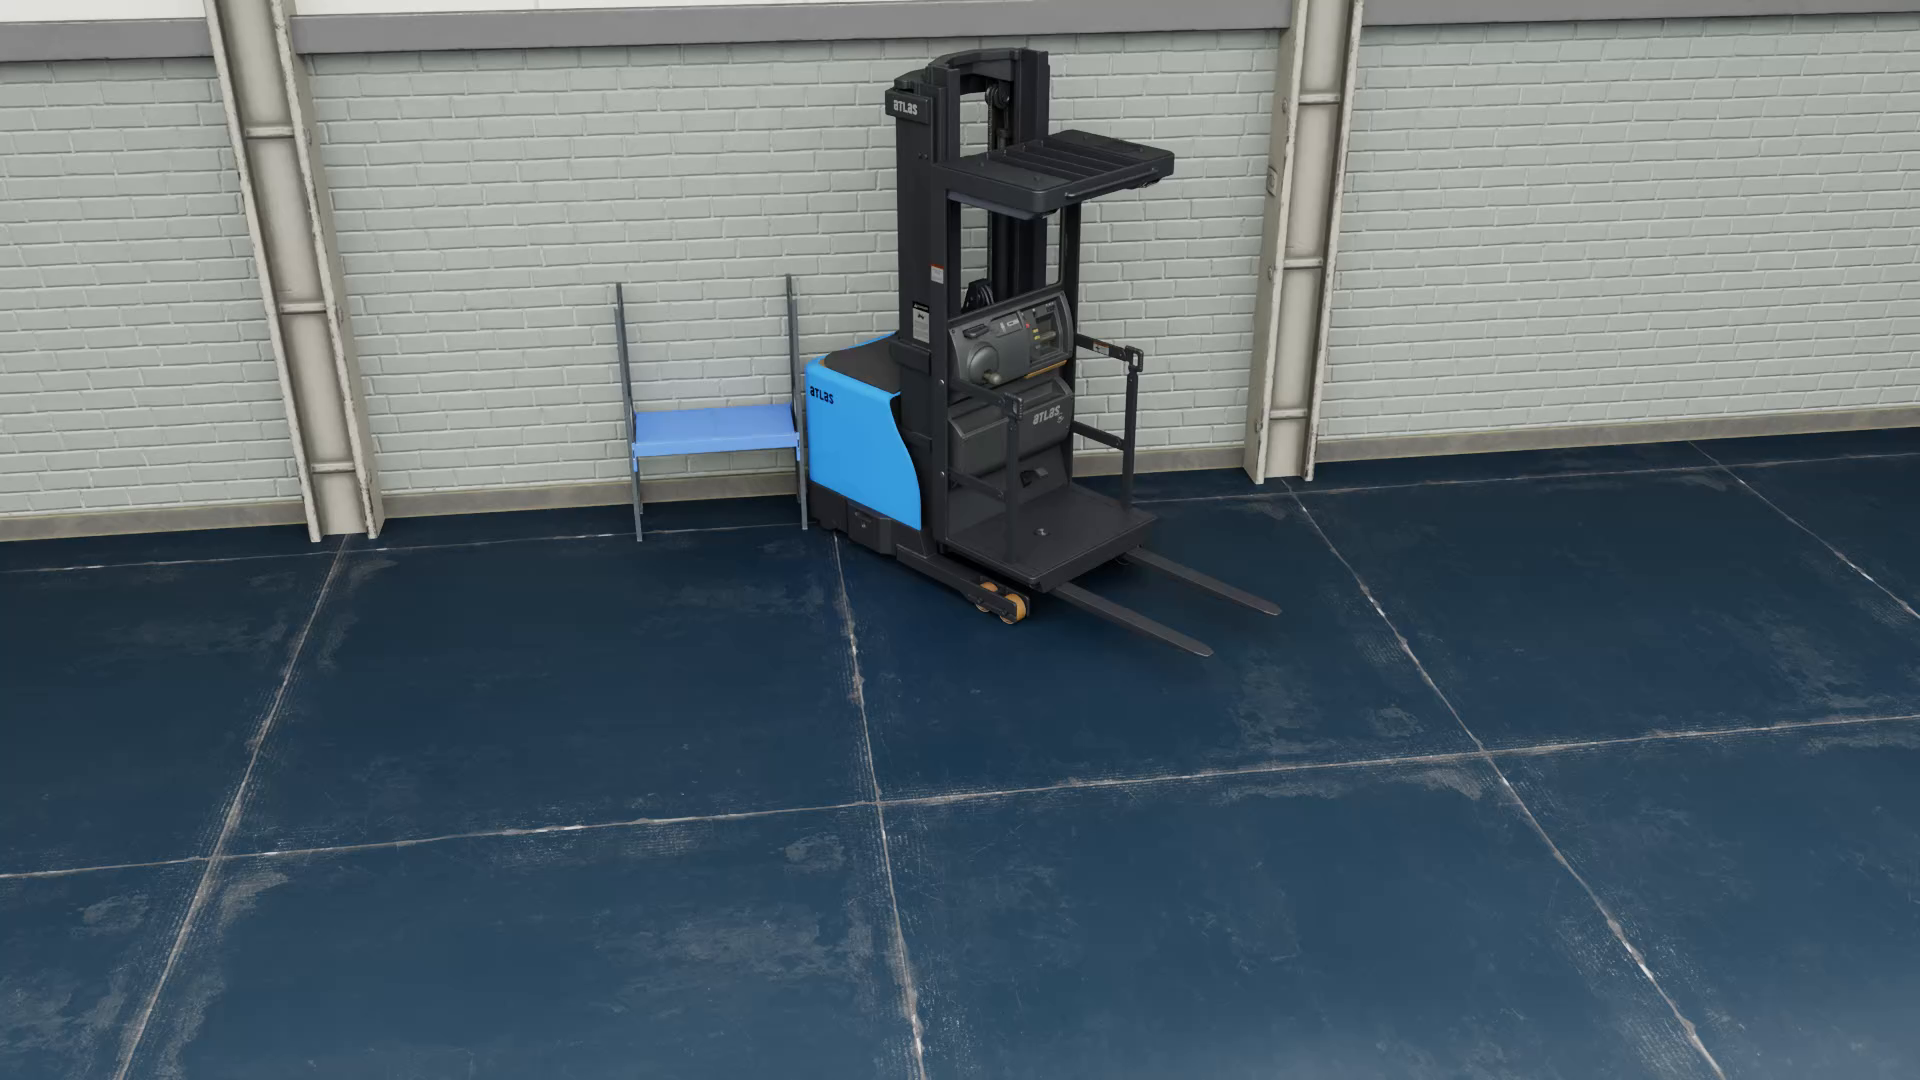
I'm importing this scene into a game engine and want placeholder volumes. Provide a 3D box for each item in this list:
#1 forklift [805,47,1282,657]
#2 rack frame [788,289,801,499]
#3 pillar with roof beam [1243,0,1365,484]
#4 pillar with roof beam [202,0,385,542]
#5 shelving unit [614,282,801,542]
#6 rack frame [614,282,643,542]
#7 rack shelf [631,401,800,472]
[{"bbox_3d":[0.444,-1.100,9.184,1.130,2.935,3.031,-24,36,-39],"label":"forklift"},{"bbox_3d":[-1.007,-0.844,10.252,0.013,1.308,0.475,-4,27,-8],"label":"rack frame"},{"bbox_3d":[2.724,-2.509,5.282,0.400,9.000,9.100,-4,27,-7],"label":"pillar with roof beam"},{"bbox_3d":[-3.218,-2.127,4.539,0.400,9.000,9.100,-4,27,-7],"label":"pillar with roof beam"},{"bbox_3d":[-1.513,-0.806,10.177,1.039,1.500,0.538,-4,27,-8],"label":"shelving unit"},{"bbox_3d":[-2.010,-0.769,10.105,0.032,1.500,0.500,-4,27,-8],"label":"rack frame"},{"bbox_3d":[-1.508,-0.646,10.260,1.000,0.185,0.538,-4,27,-8],"label":"rack shelf"}]
